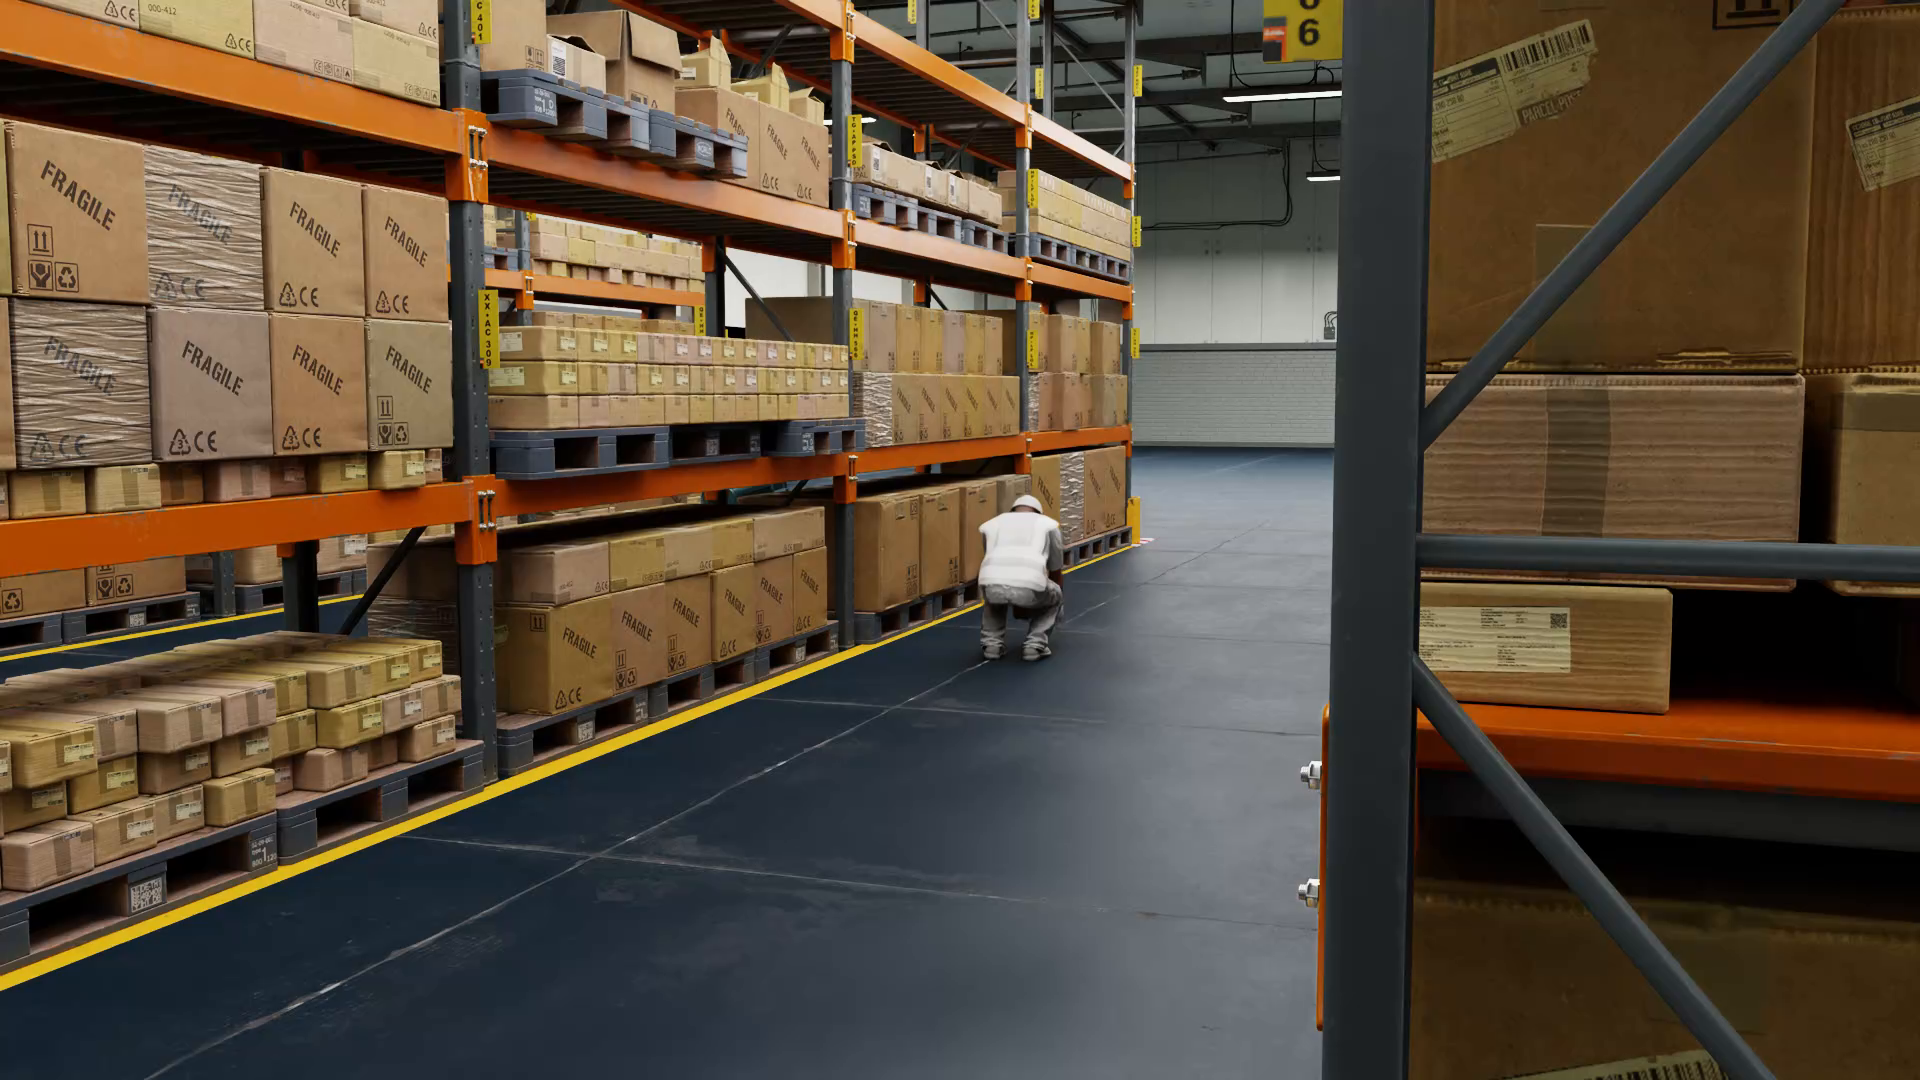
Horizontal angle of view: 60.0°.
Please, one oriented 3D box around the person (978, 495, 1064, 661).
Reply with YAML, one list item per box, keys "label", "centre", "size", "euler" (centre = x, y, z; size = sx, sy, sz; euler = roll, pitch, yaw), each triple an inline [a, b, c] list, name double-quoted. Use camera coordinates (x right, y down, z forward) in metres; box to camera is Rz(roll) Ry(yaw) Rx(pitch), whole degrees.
- label: "person"
  centre: [0.375, 0.234, 10.622]
  size: [0.559, 1.005, 0.914]
  euler: [2, 5, 17]
